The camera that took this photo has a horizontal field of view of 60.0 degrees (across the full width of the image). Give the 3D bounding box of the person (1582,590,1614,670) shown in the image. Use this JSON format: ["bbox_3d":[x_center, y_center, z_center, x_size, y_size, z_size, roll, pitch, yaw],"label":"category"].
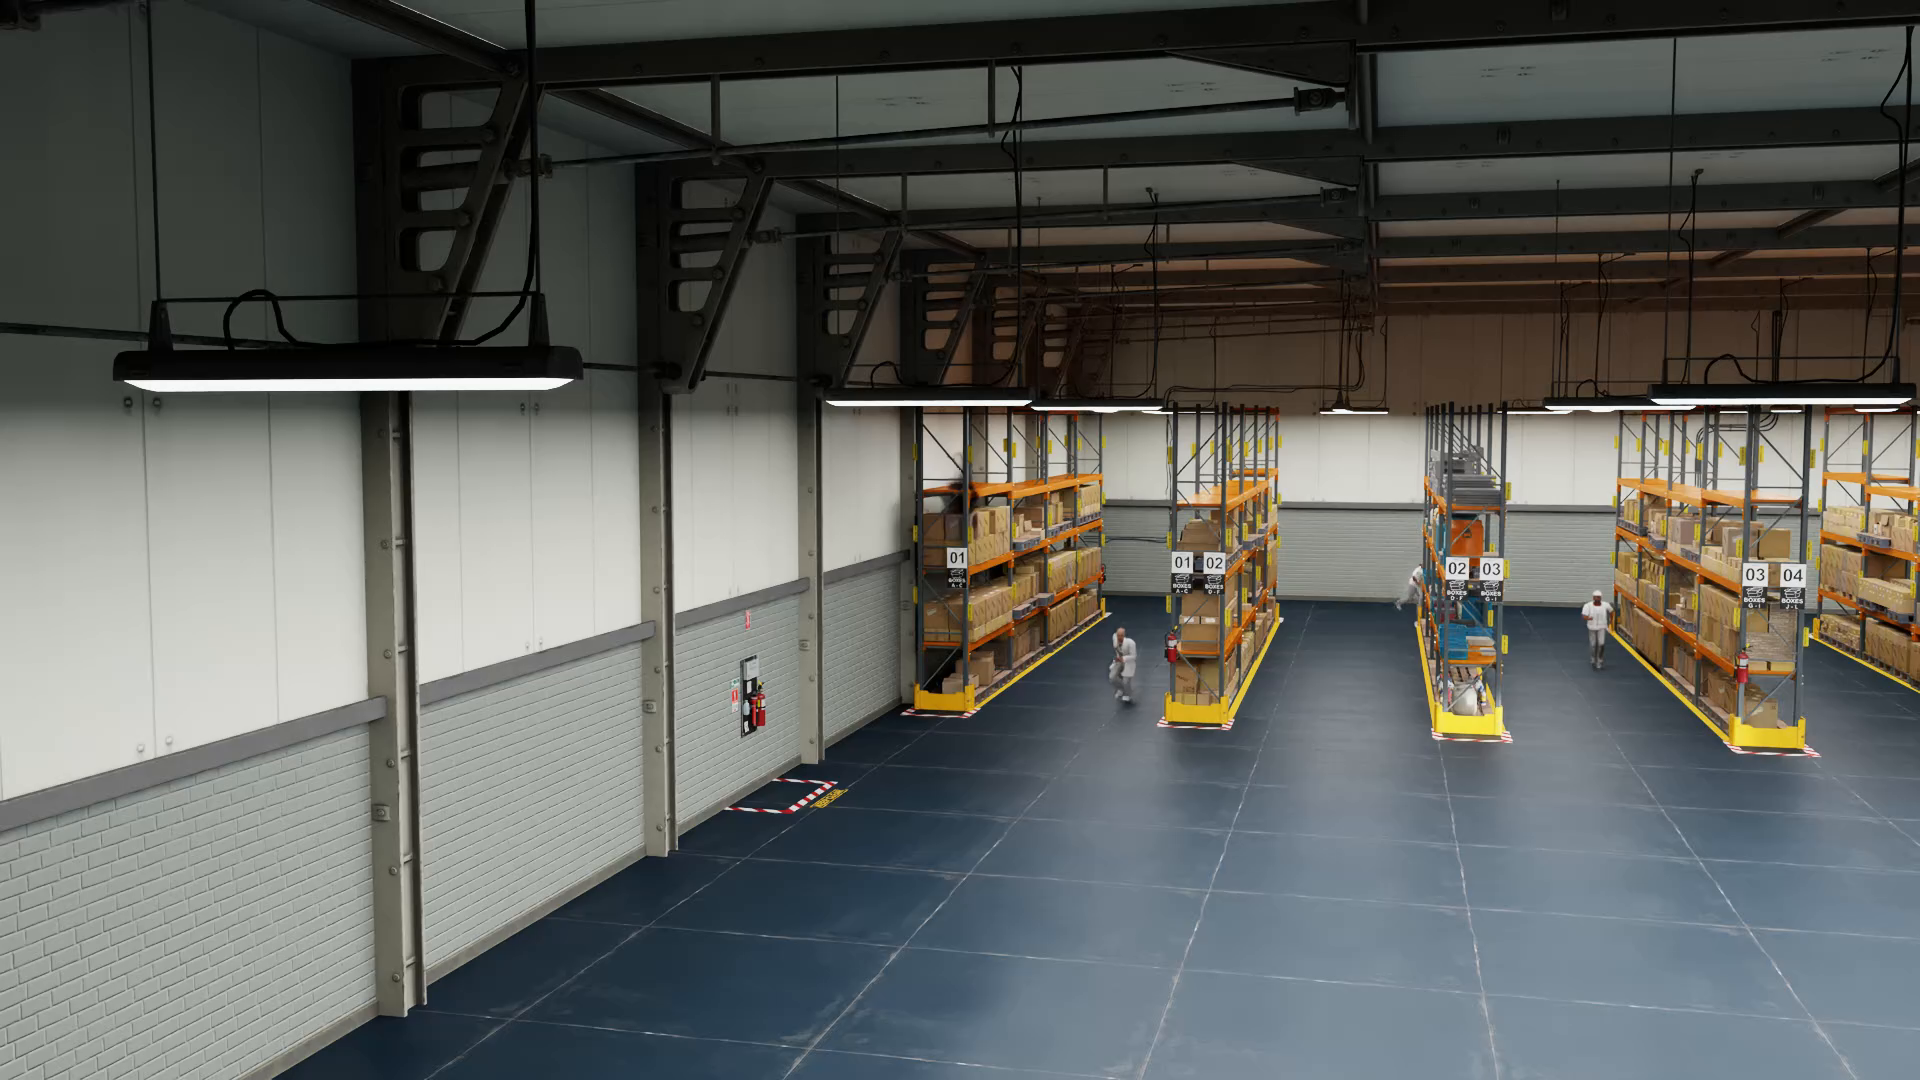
[{"bbox_3d":[14.530,2.047,37.919,0.679,1.812,0.825,2,5,22],"label":"person"}]

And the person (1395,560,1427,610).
[{"bbox_3d":[13.156,1.372,48.428,0.959,1.633,0.603,2,5,26],"label":"person"}]

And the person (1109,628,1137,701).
[{"bbox_3d":[3.259,2.488,33.189,0.726,1.547,1.042,3,5,34],"label":"person"}]
